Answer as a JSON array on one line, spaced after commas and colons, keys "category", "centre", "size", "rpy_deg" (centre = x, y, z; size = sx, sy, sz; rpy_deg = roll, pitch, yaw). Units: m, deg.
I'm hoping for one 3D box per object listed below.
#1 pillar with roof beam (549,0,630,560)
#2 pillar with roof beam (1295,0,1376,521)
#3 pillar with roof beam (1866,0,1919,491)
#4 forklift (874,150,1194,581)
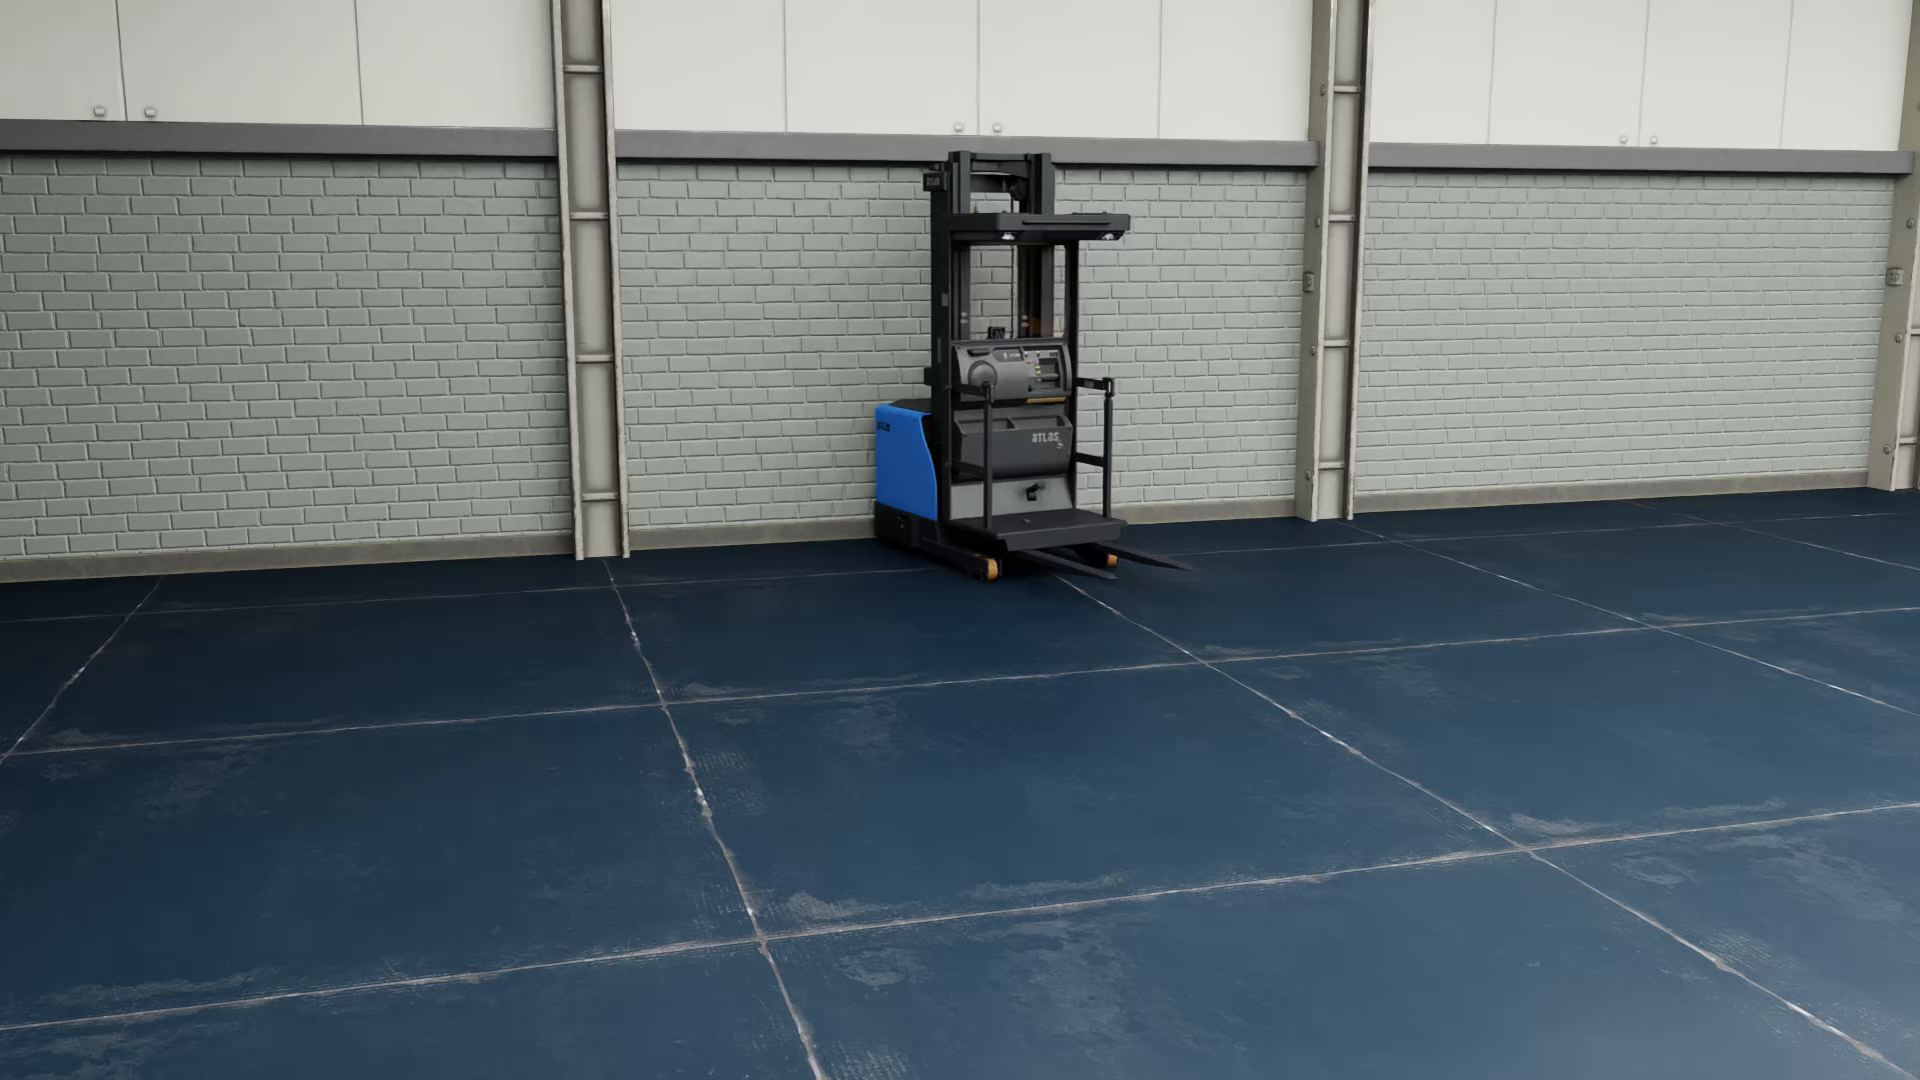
[{"category": "pillar with roof beam", "centre": [-1.479, -3.566, 7.561], "size": [0.400, 9.000, 9.100], "rpy_deg": [-3, 11, -16]}, {"category": "pillar with roof beam", "centre": [4.282, -3.869, 9.210], "size": [0.400, 9.000, 9.100], "rpy_deg": [-3, 11, -16]}, {"category": "pillar with roof beam", "centre": [10.043, -4.173, 10.860], "size": [0.400, 9.000, 9.100], "rpy_deg": [-3, 11, -16]}, {"category": "forklift", "centre": [0.492, -1.248, 11.732], "size": [1.130, 2.935, 3.031], "rpy_deg": [-6, 12, -29]}]
